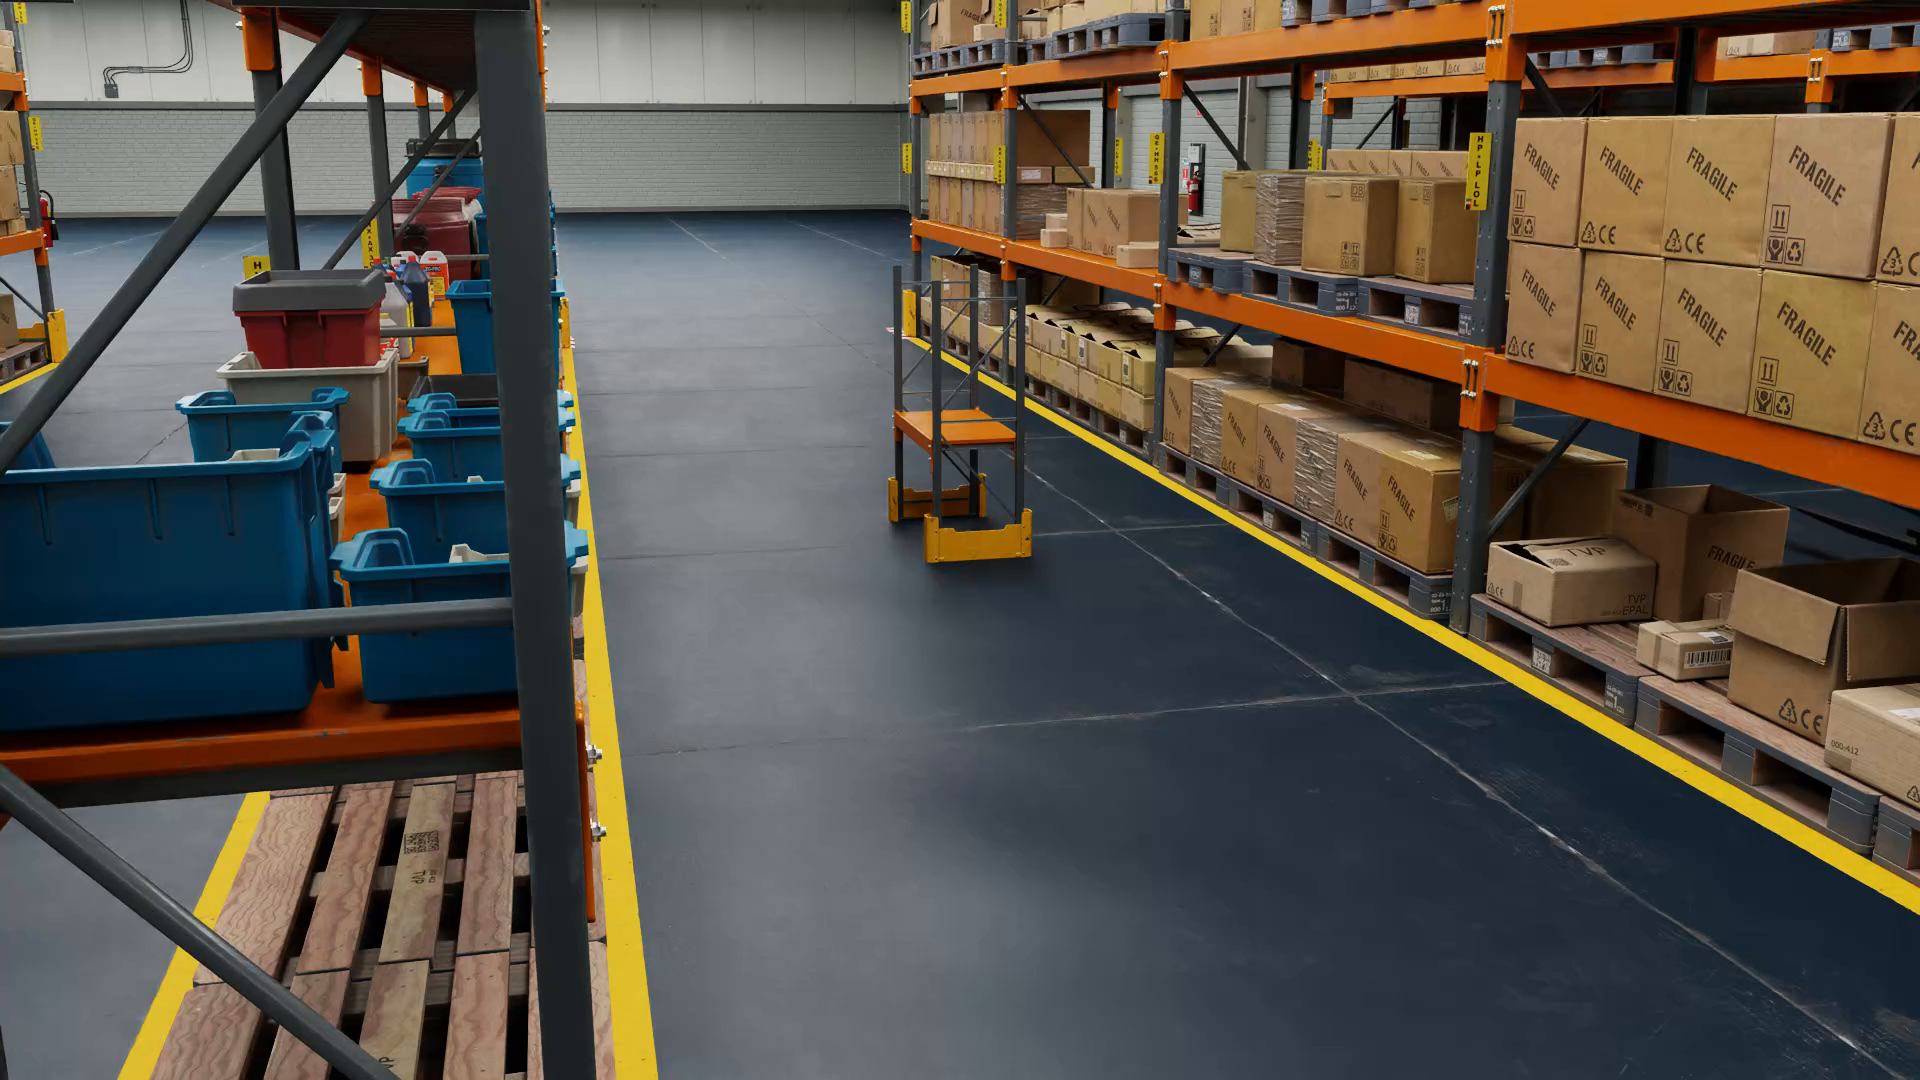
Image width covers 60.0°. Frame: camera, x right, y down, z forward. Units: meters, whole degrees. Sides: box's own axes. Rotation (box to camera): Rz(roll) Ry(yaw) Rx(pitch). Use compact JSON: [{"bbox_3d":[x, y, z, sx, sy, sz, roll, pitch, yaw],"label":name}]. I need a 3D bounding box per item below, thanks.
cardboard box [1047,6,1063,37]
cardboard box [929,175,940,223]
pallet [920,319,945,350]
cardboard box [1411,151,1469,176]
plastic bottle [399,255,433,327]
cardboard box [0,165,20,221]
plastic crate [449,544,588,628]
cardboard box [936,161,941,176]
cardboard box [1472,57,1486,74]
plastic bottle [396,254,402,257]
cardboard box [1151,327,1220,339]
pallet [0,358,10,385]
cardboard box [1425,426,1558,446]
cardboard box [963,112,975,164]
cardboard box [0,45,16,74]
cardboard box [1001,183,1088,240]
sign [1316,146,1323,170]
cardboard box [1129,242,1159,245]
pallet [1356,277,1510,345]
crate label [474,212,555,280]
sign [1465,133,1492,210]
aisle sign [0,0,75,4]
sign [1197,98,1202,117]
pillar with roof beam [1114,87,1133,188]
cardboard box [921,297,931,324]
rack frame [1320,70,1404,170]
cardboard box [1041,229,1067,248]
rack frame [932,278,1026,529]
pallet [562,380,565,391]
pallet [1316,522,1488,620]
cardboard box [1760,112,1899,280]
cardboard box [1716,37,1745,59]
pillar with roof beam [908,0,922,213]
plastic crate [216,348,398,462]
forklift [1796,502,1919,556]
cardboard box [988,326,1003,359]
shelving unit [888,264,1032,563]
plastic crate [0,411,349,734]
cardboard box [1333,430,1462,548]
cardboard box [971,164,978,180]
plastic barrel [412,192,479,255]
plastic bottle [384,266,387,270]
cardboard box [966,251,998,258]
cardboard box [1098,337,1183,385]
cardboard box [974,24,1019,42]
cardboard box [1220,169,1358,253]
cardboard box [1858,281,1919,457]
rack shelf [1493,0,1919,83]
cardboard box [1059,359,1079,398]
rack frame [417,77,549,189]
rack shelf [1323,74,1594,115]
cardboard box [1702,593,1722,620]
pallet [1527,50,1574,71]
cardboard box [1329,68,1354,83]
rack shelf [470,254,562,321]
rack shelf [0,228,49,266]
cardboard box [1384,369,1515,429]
[{"bbox_3d":[1.027,-4.347,14.010,0.500,0.250,0.500,-2,14,-7],"label":"cardboard box"},{"bbox_3d":[0.049,-3.764,18.304,0.700,0.500,0.500,-3,14,-13],"label":"cardboard box"},{"bbox_3d":[0.173,-2.296,18.378,1.003,0.211,1.213,-3,14,-13],"label":"pallet"},{"bbox_3d":[5.064,-3.803,17.366,0.500,0.500,0.500,-4,14,-15],"label":"cardboard box"},{"bbox_3d":[-2.722,-1.244,8.303,0.144,0.351,0.185,-3,14,-13],"label":"plastic bottle"},{"bbox_3d":[-9.341,-3.229,15.485,0.875,0.500,0.500,-3,14,-13],"label":"cardboard box"},{"bbox_3d":[-0.839,0.087,3.179,0.250,0.136,0.298,-3,14,-13],"label":"plastic crate"},{"bbox_3d":[-0.043,-3.967,17.766,0.380,0.149,0.250,-3,14,-13],"label":"cardboard box"},{"bbox_3d":[5.346,-4.797,16.169,0.500,0.500,0.500,-3,14,-12],"label":"cardboard box"},{"bbox_3d":[-3.197,-1.495,9.496,0.097,0.271,0.097,0,14,0],"label":"plastic bottle"},{"bbox_3d":[1.744,-1.495,12.953,0.500,0.311,0.500,-4,14,-15],"label":"cardboard box"},{"bbox_3d":[-9.221,-1.430,14.837,1.003,0.211,1.213,-3,14,-13],"label":"pallet"},{"bbox_3d":[2.758,-0.303,8.686,0.500,0.500,0.500,-3,14,-12],"label":"cardboard box"},{"bbox_3d":[0.428,-4.029,16.656,0.700,0.500,0.500,-3,14,-13],"label":"cardboard box"},{"bbox_3d":[-9.318,-4.560,15.767,0.500,0.250,0.500,-3,14,-12],"label":"cardboard box"},{"bbox_3d":[0.781,-3.052,15.388,0.700,0.500,0.500,-4,14,-15],"label":"cardboard box"},{"bbox_3d":[4.239,-4.491,19.666,0.100,0.325,0.005,-3,14,-13],"label":"sign"},{"bbox_3d":[1.477,-2.148,12.427,0.380,0.149,0.250,-2,14,-9],"label":"cardboard box"},{"bbox_3d":[2.689,-1.153,8.231,1.003,0.211,1.213,-3,14,-13],"label":"pallet"},{"bbox_3d":[-2.955,-1.965,11.074,0.502,0.435,0.616,-3,14,-13],"label":"crate label"},{"bbox_3d":[2.232,-1.587,7.161,0.100,0.325,0.005,-3,14,-13],"label":"sign"},{"bbox_3d":[-1.374,-1.088,2.081,0.394,0.787,0.004,-3,14,-13],"label":"aisle sign"},{"bbox_3d":[3.914,-7.078,27.192,0.001,0.298,0.199,-3,14,-13],"label":"sign"},{"bbox_3d":[-1.231,-9.430,29.066,9.100,9.000,0.400,-3,14,-13],"label":"pillar with roof beam"},{"bbox_3d":[-0.138,-2.556,18.479,0.500,0.250,0.500,-3,14,-13],"label":"cardboard box"},{"bbox_3d":[4.767,-4.101,19.893,1.000,3.000,0.127,-3,14,-13],"label":"rack frame"},{"bbox_3d":[0.901,-2.564,14.129,0.380,0.149,0.250,-3,14,-13],"label":"cardboard box"},{"bbox_3d":[0.099,-0.631,8.850,0.500,1.500,0.032,-3,14,-13],"label":"rack frame"},{"bbox_3d":[-3.702,-1.093,13.454,1.003,0.211,1.213,-3,14,-13],"label":"pallet"},{"bbox_3d":[2.543,0.113,8.519,1.003,0.211,1.213,-3,14,-13],"label":"pallet"},{"bbox_3d":[2.972,-1.109,5.329,0.500,0.500,0.500,-3,14,-11],"label":"cardboard box"},{"bbox_3d":[6.431,-4.077,13.214,0.797,0.503,0.637,-1,14,-5],"label":"cardboard box"},{"bbox_3d":[-5.458,-13.583,46.063,9.100,9.000,0.400,-3,14,-13],"label":"pillar with roof beam"},{"bbox_3d":[-1.866,-0.390,4.825,0.437,0.282,0.530,-3,14,-13],"label":"plastic crate"},{"bbox_3d":[5.274,-1.054,7.564,1.130,2.935,3.031,-3,14,-12],"label":"forklift"},{"bbox_3d":[0.570,-1.864,15.647,0.500,0.250,0.500,-3,14,-13],"label":"cardboard box"},{"bbox_3d":[-0.018,-0.746,9.321,0.587,1.500,1.083,-3,14,-13],"label":"shelving unit"},{"bbox_3d":[-1.366,0.029,2.787,0.616,0.435,0.499,-3,14,-13],"label":"plastic crate"},{"bbox_3d":[2.268,-0.268,8.542,0.500,0.500,0.500,-3,14,-13],"label":"cardboard box"},{"bbox_3d":[0.323,-3.609,16.301,0.380,0.149,0.250,-3,14,-12],"label":"cardboard box"},{"bbox_3d":[-3.639,-2.190,11.785,0.433,0.535,0.433,0,14,0],"label":"plastic barrel"},{"bbox_3d":[-2.979,-1.282,8.623,0.097,0.271,0.097,0,14,0],"label":"plastic bottle"},{"bbox_3d":[0.367,-2.950,18.508,0.500,0.500,0.500,-3,14,-13],"label":"cardboard box"},{"bbox_3d":[1.340,-1.346,12.343,0.500,0.311,0.500,-4,14,-14],"label":"cardboard box"},{"bbox_3d":[0.343,-4.771,15.666,0.380,0.149,0.250,-3,14,-13],"label":"cardboard box"},{"bbox_3d":[2.089,-2.092,10.575,0.700,0.500,0.500,-9,16,-32],"label":"cardboard box"},{"bbox_3d":[3.103,-0.505,4.962,0.500,0.500,0.500,-3,14,-13],"label":"cardboard box"},{"bbox_3d":[3.240,-1.702,5.269,1.077,0.370,4.000,-3,14,-13],"label":"rack shelf"},{"bbox_3d":[1.107,-1.308,13.370,0.500,0.250,0.500,-3,14,-12],"label":"cardboard box"},{"bbox_3d":[-3.924,-2.626,13.856,1.000,3.000,0.127,-3,14,-13],"label":"rack frame"},{"bbox_3d":[5.236,-4.747,17.734,1.077,0.370,4.000,-3,14,-13],"label":"rack shelf"},{"bbox_3d":[3.326,0.314,6.901,0.380,0.149,0.250,-3,14,-13],"label":"cardboard box"},{"bbox_3d":[5.747,-4.396,15.175,1.213,0.211,1.003,-3,14,-13],"label":"pallet"},{"bbox_3d":[4.602,-5.525,19.150,0.500,0.500,0.500,-3,14,-12],"label":"cardboard box"},{"bbox_3d":[-3.454,-1.815,12.053,1.077,0.370,4.000,-3,14,-13],"label":"rack shelf"},{"bbox_3d":[-9.208,-2.462,14.700,1.077,0.370,4.000,-3,14,-13],"label":"rack shelf"},{"bbox_3d":[2.659,-0.775,9.040,0.500,0.250,0.500,-3,14,-13],"label":"cardboard box"}]
